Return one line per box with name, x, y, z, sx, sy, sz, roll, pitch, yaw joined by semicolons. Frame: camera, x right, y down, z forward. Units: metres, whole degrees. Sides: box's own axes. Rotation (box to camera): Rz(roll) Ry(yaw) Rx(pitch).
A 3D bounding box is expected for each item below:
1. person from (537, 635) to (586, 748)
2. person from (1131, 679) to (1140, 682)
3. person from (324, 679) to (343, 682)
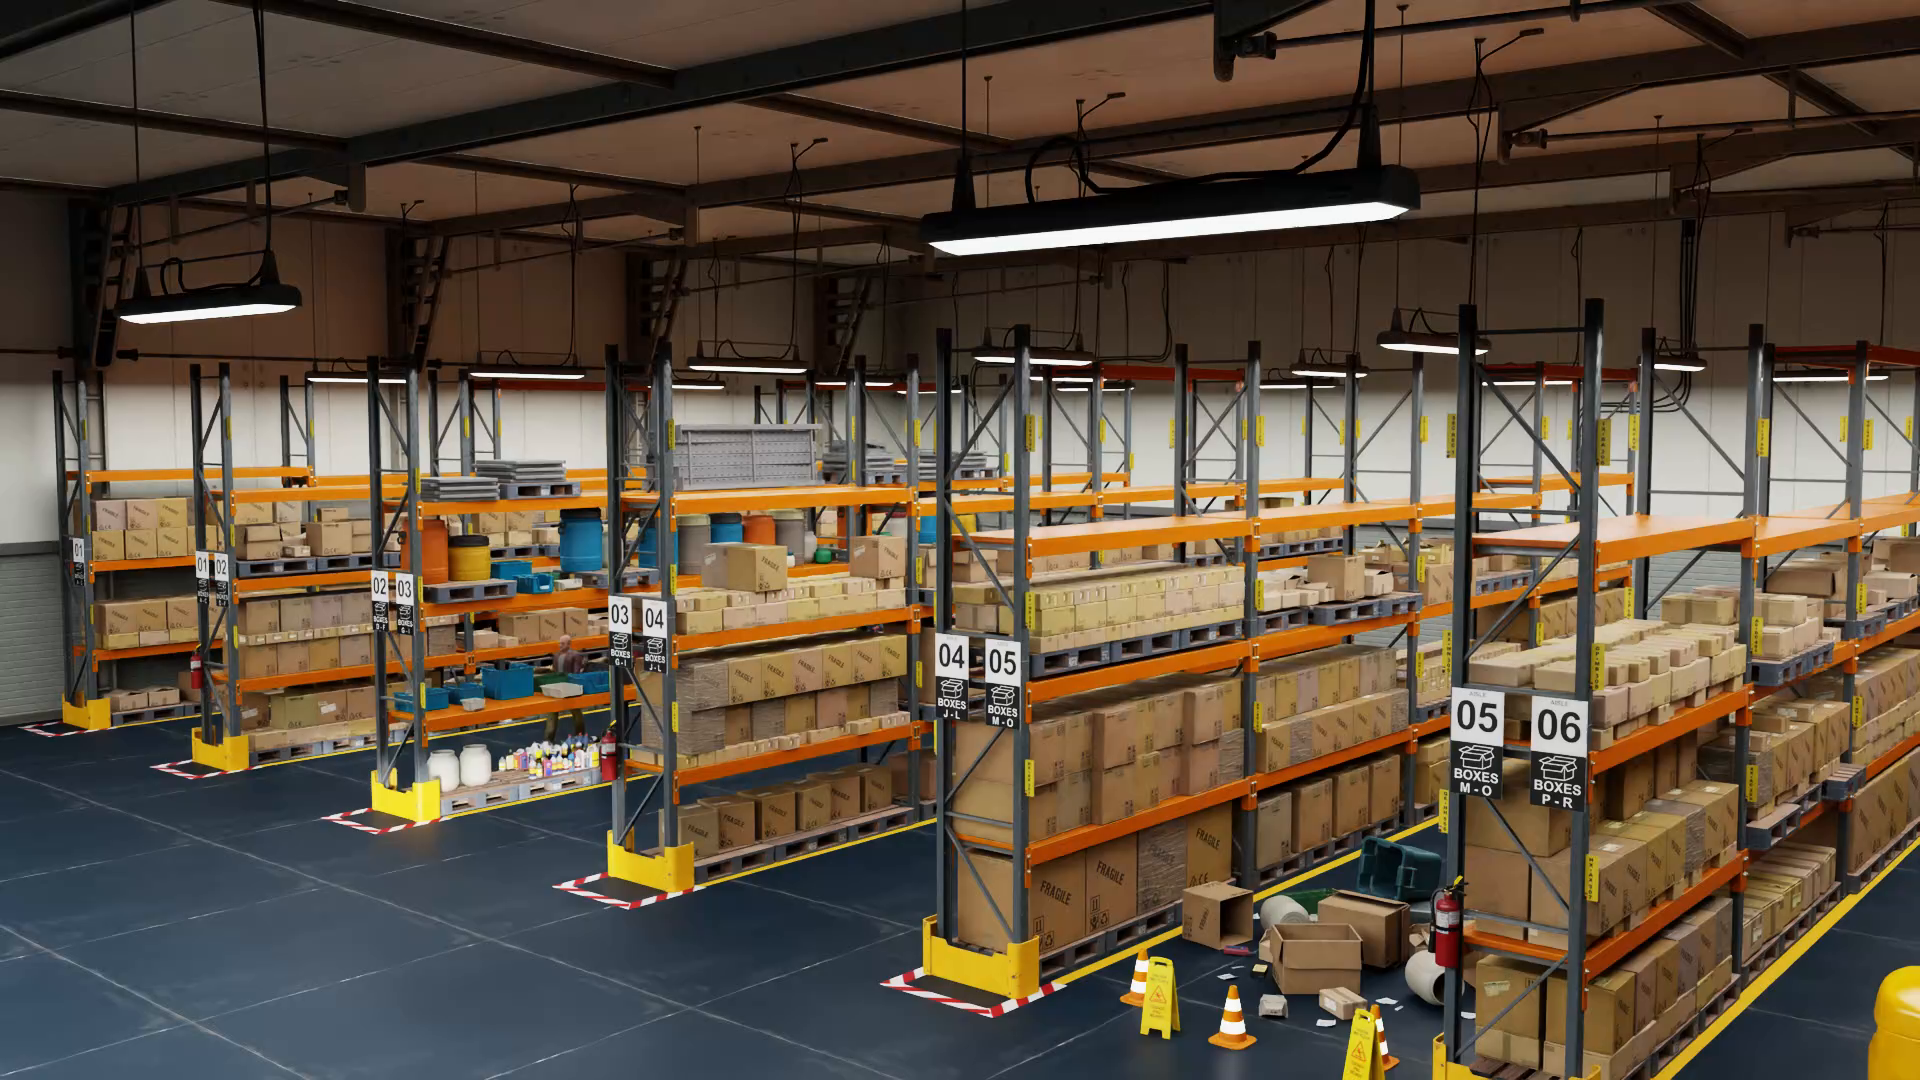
person;-6.273;2.382;26.328;0.590;1.761;0.931;1;4;18
person;2.386;2.713;22.628;0.507;1.679;0.648;4;5;40
person;-11.376;2.103;30.006;0.501;1.779;0.571;-3;5;-32
